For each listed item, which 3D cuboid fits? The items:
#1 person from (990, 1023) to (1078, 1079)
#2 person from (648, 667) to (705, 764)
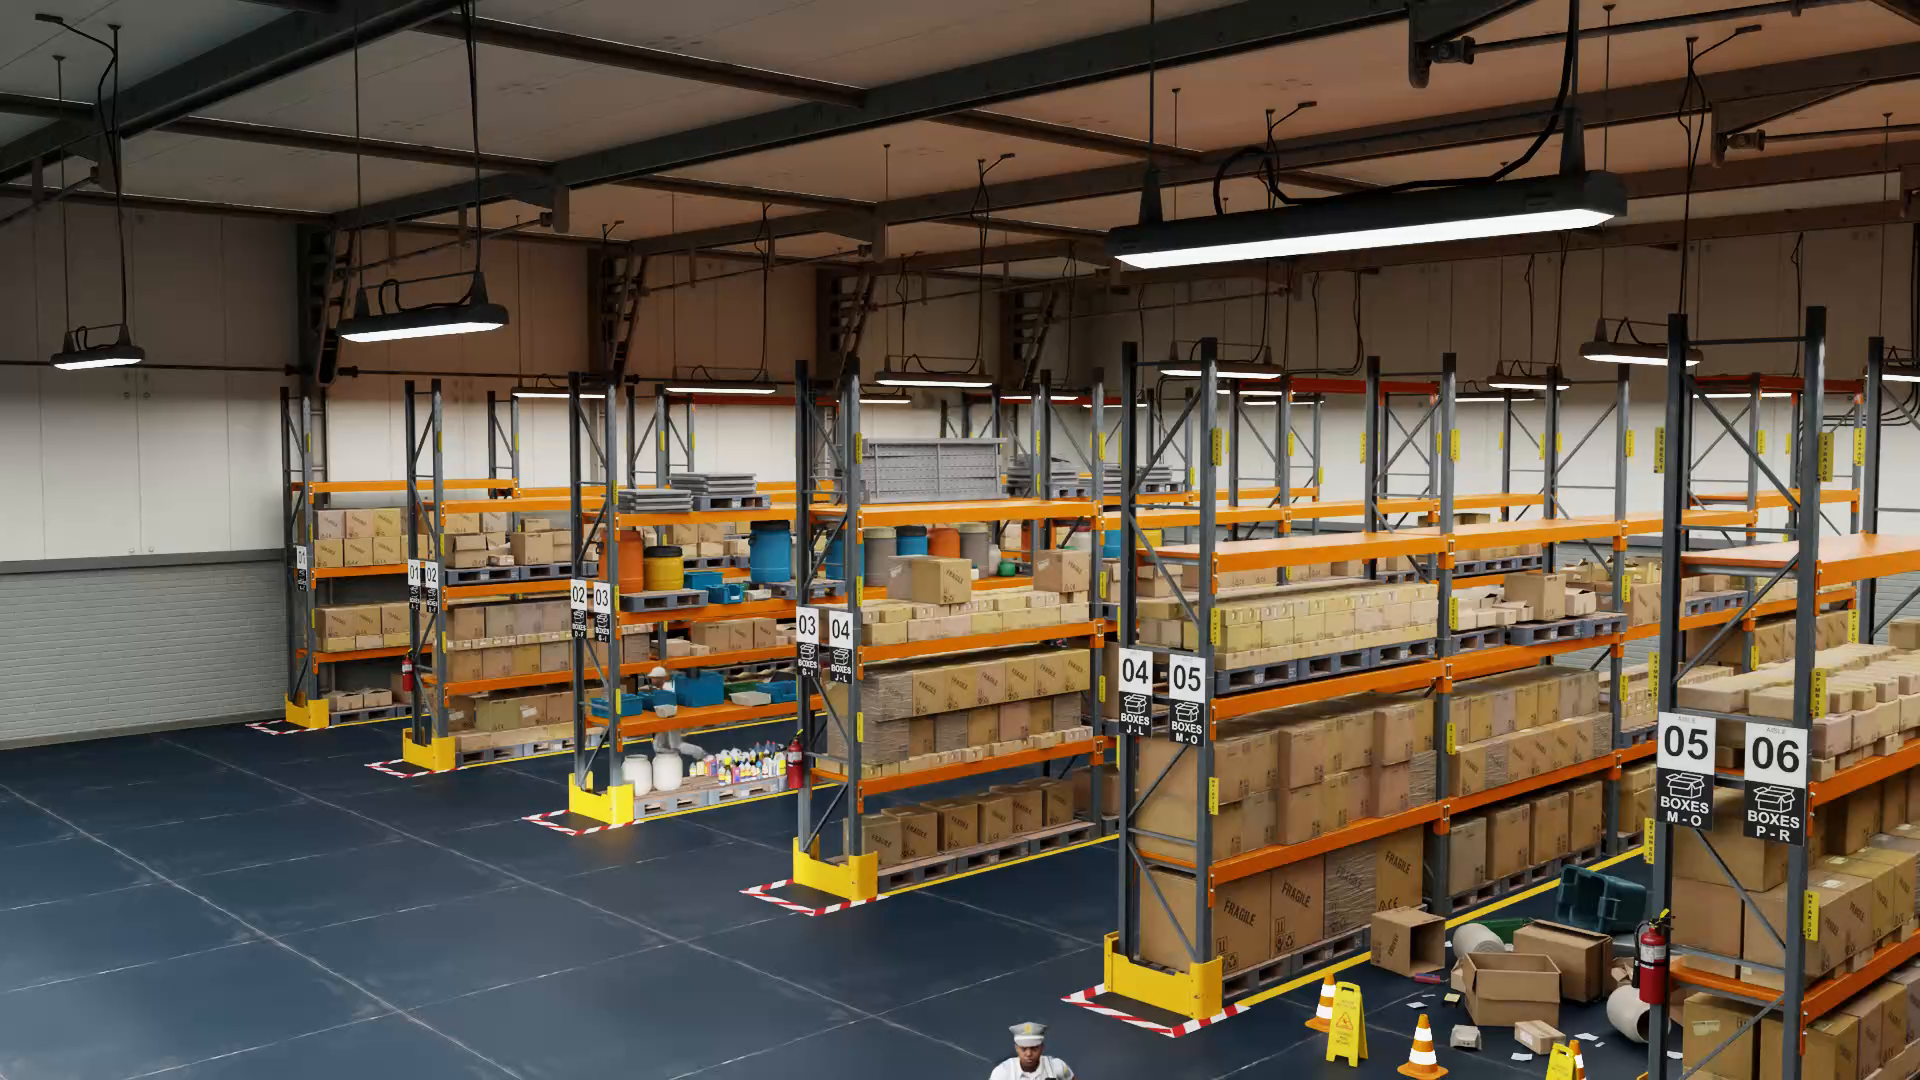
[{"bbox_3d":[0.417,3.705,10.047,0.593,1.743,0.910,0,4,2],"label":"person"},{"bbox_3d":[-4.261,2.746,24.916,0.936,1.756,0.706,-3,5,-41],"label":"person"}]
